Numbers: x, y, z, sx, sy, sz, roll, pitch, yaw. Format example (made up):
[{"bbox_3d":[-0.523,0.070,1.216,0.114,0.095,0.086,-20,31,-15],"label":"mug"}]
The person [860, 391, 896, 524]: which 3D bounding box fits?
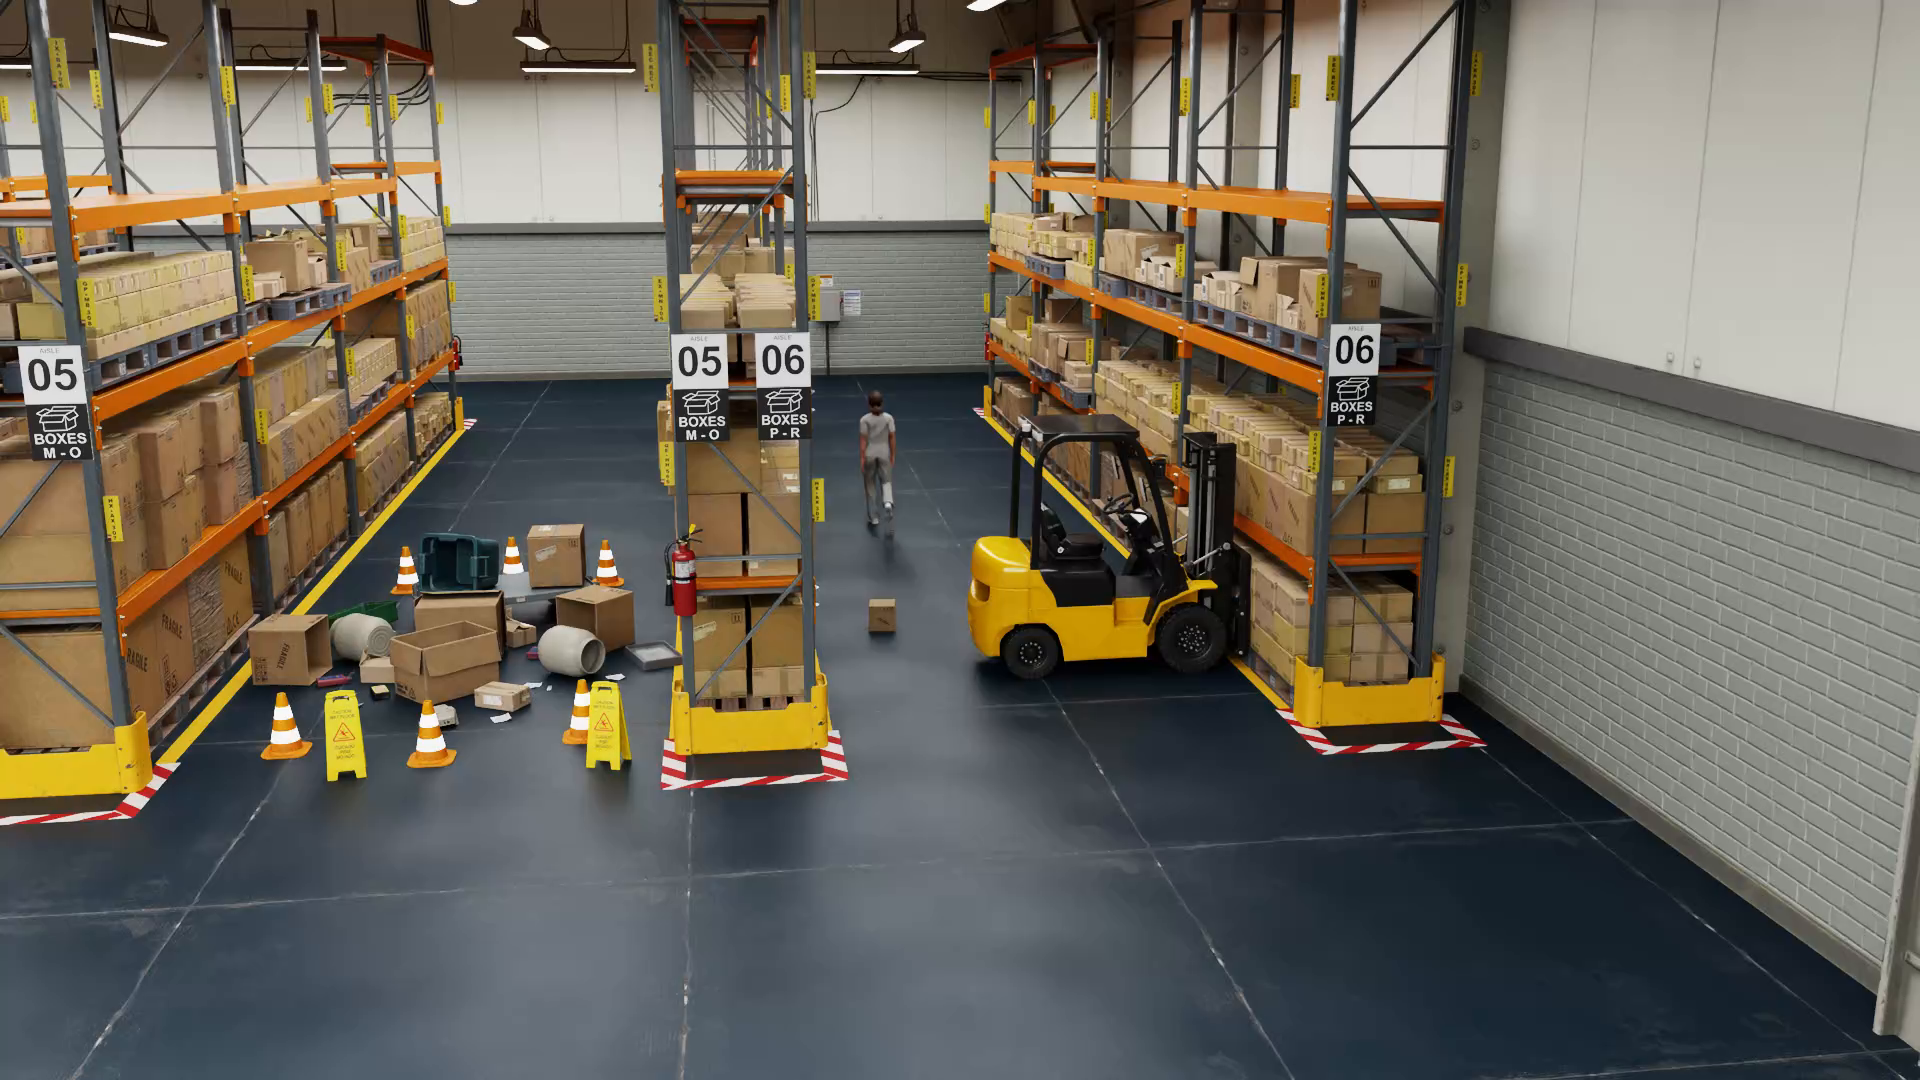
[{"bbox_3d":[-0.993,-0.985,20.120,0.443,1.651,0.713,-2,13,-10],"label":"person"}]
